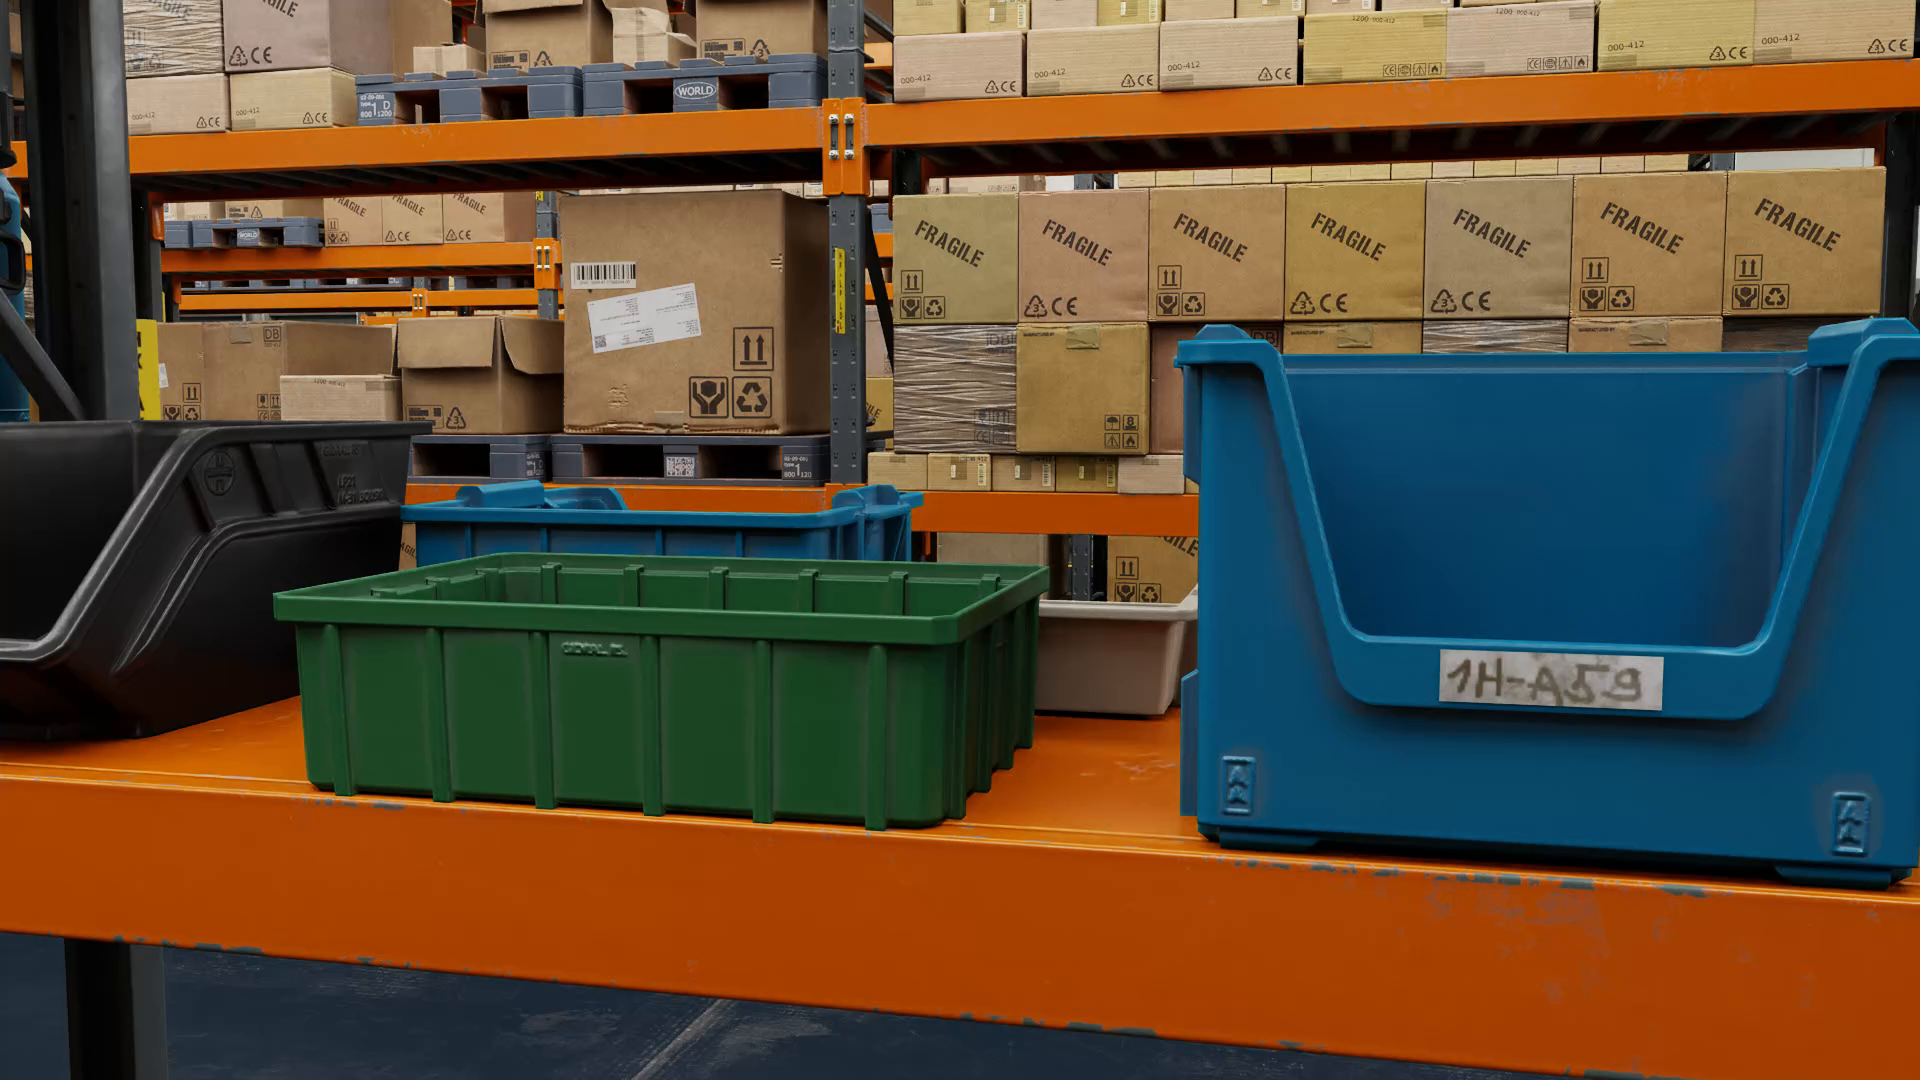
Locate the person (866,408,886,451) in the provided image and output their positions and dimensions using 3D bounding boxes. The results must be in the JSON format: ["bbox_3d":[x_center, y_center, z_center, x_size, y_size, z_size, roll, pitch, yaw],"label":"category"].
[{"bbox_3d":[-0.577,-0.033,10.211,0.368,1.652,0.542,1,5,13],"label":"person"}]
